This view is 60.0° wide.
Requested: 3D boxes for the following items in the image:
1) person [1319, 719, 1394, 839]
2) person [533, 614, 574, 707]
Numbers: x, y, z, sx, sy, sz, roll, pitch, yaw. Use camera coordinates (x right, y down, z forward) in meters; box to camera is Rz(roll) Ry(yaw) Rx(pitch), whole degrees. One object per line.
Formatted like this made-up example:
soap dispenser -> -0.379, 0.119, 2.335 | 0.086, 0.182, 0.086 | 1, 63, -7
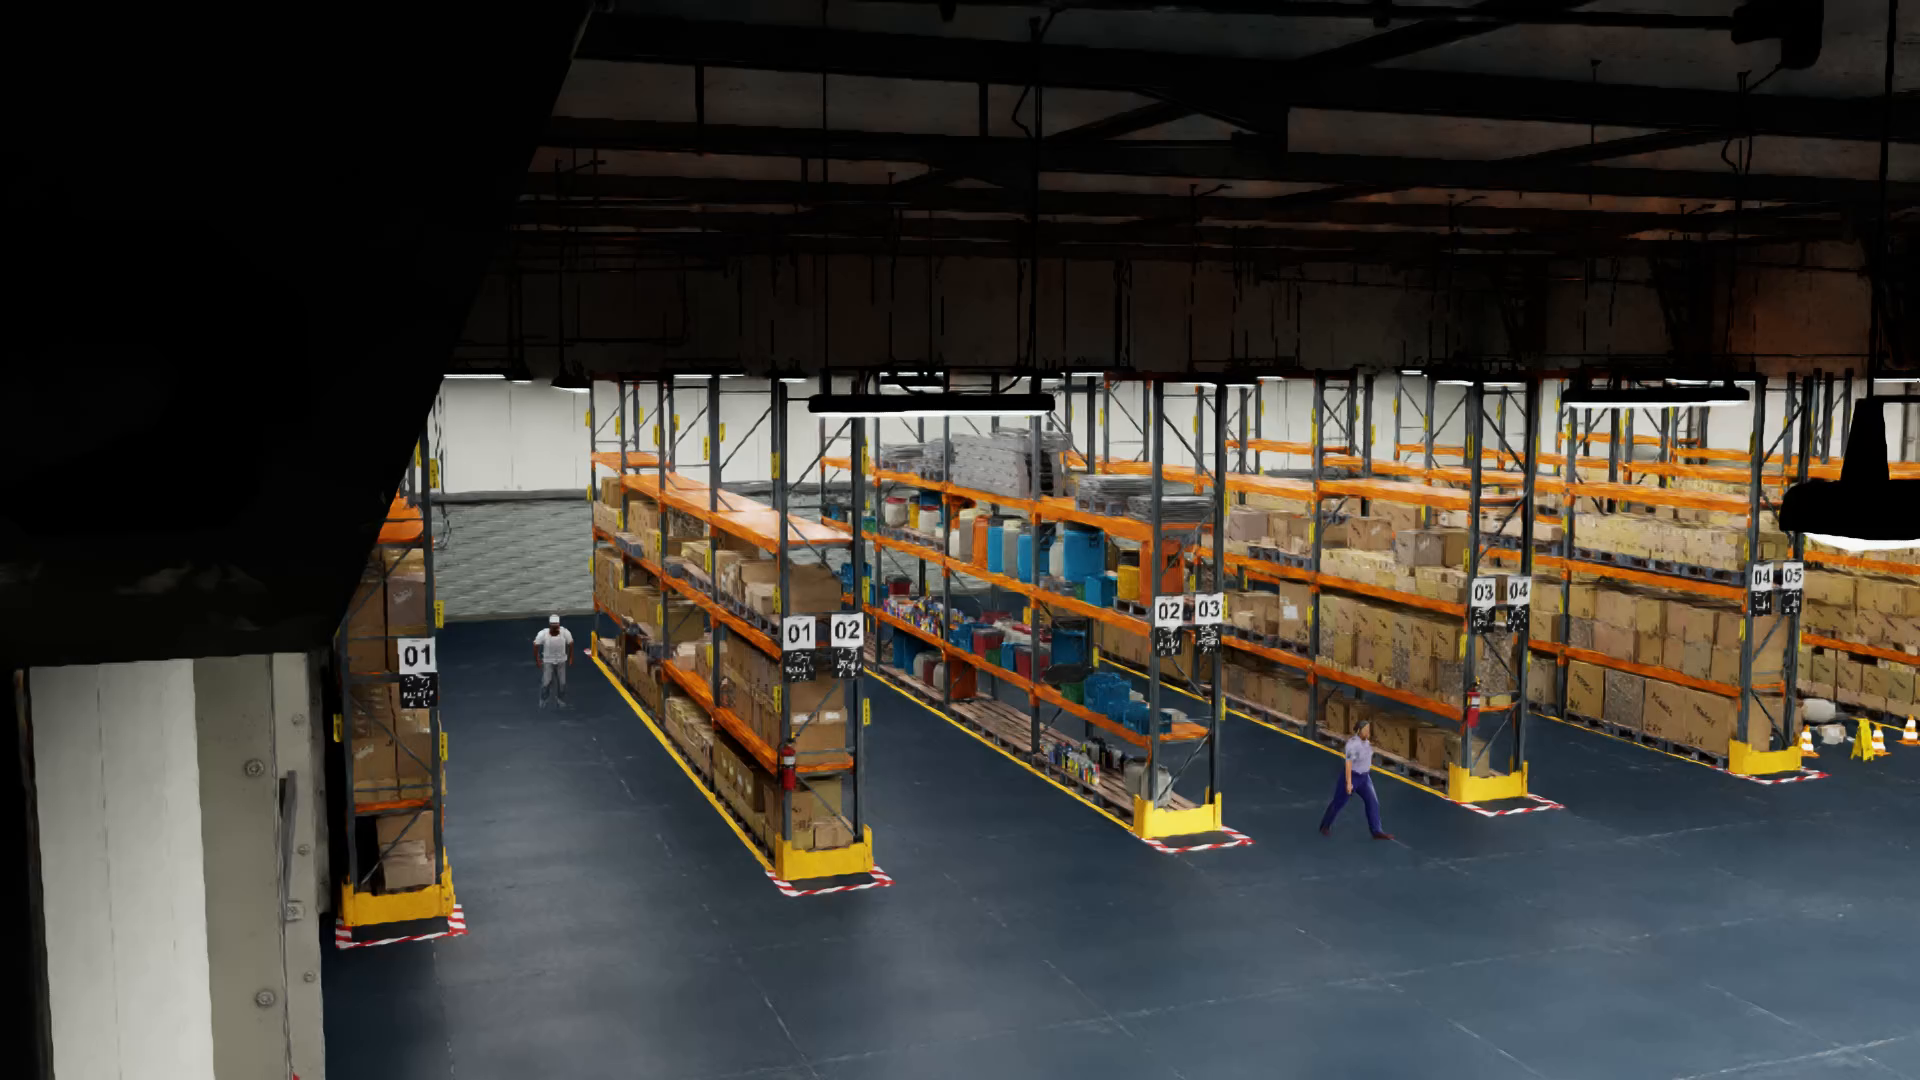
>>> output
person -> 5.177, 3.121, 21.748 | 0.519, 1.598, 0.941 | -6, 9, -43
person -> -7.271, 2.167, 29.783 | 0.719, 1.714, 0.578 | -3, 7, -22
